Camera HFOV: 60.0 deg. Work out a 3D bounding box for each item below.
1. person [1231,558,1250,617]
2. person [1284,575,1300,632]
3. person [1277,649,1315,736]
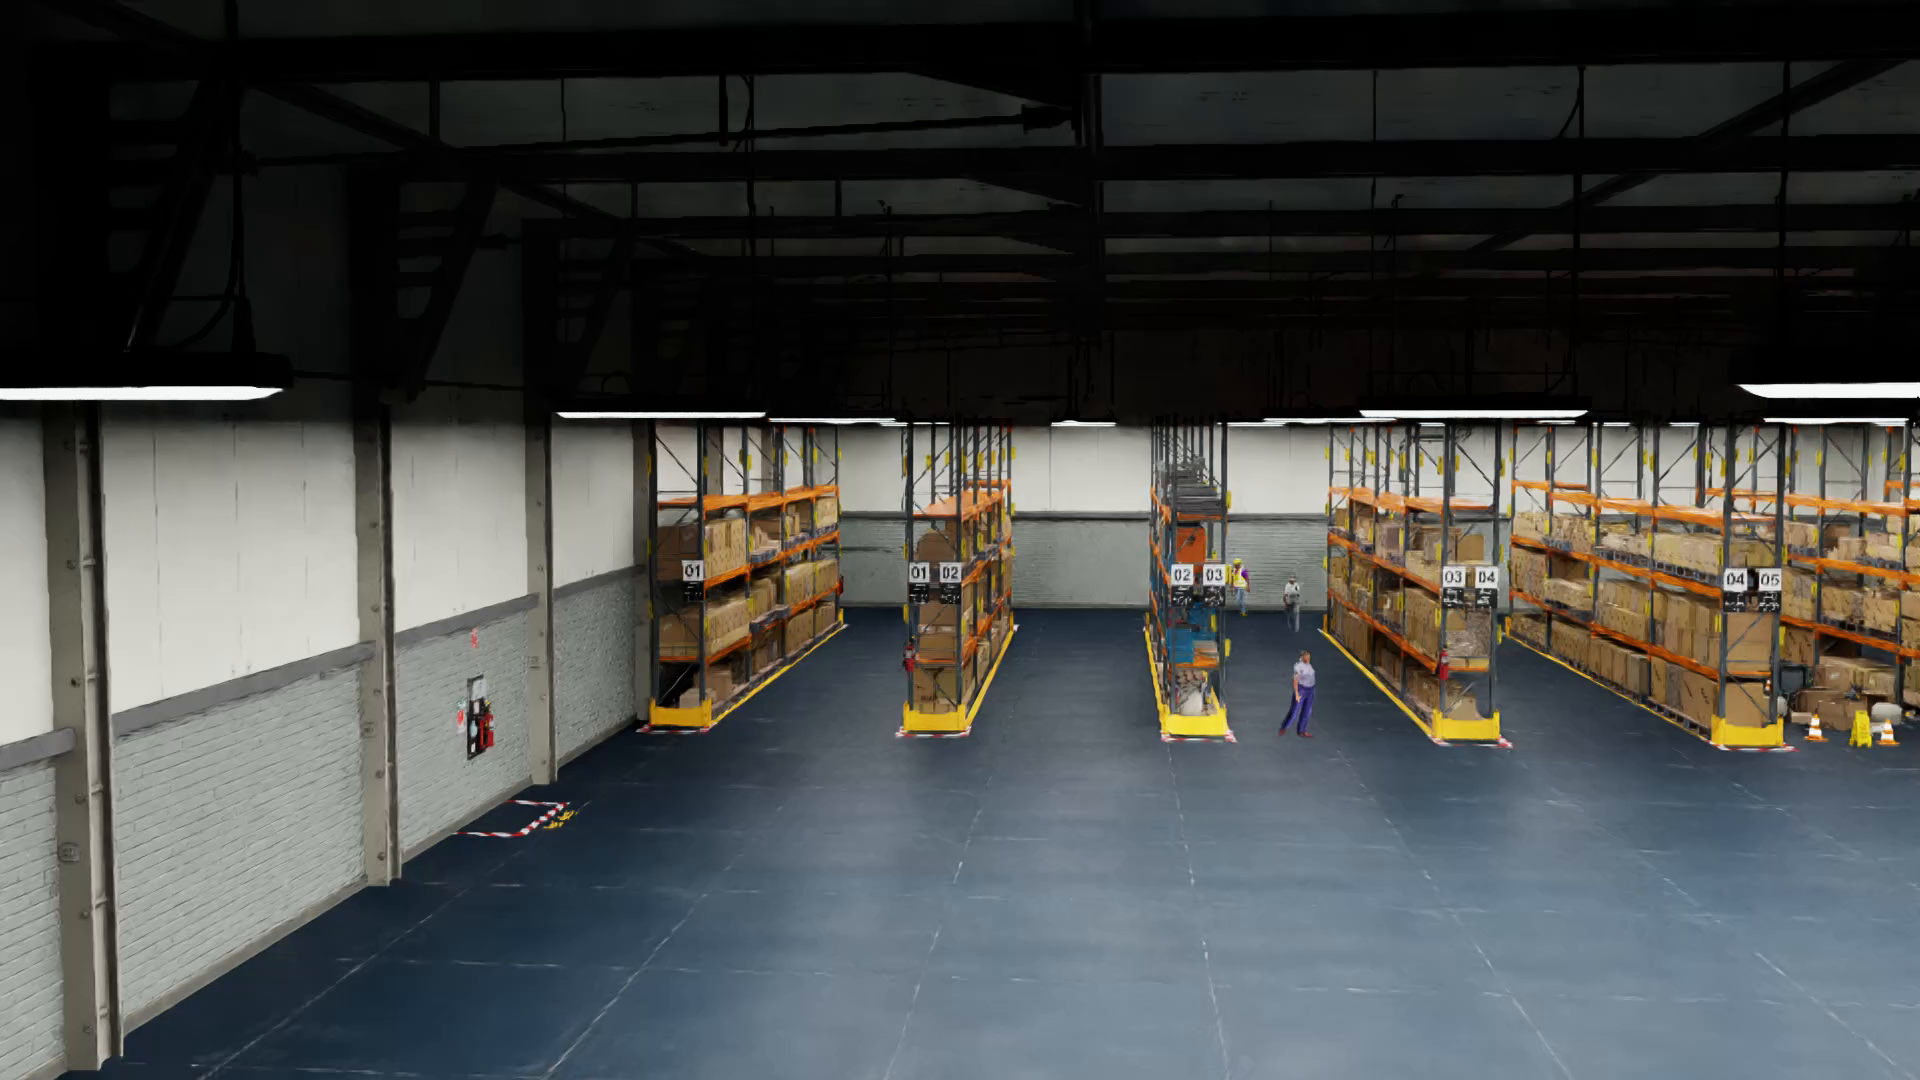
[{"bbox_3d":[8.532,1.429,50.604,0.495,1.747,0.660,-2,4,-30],"label":"person"},{"bbox_3d":[9.353,1.757,46.823,0.456,1.586,1.074,1,4,9],"label":"person"},{"bbox_3d":[6.242,2.833,30.854,0.680,1.640,0.519,-3,5,-39],"label":"person"}]
